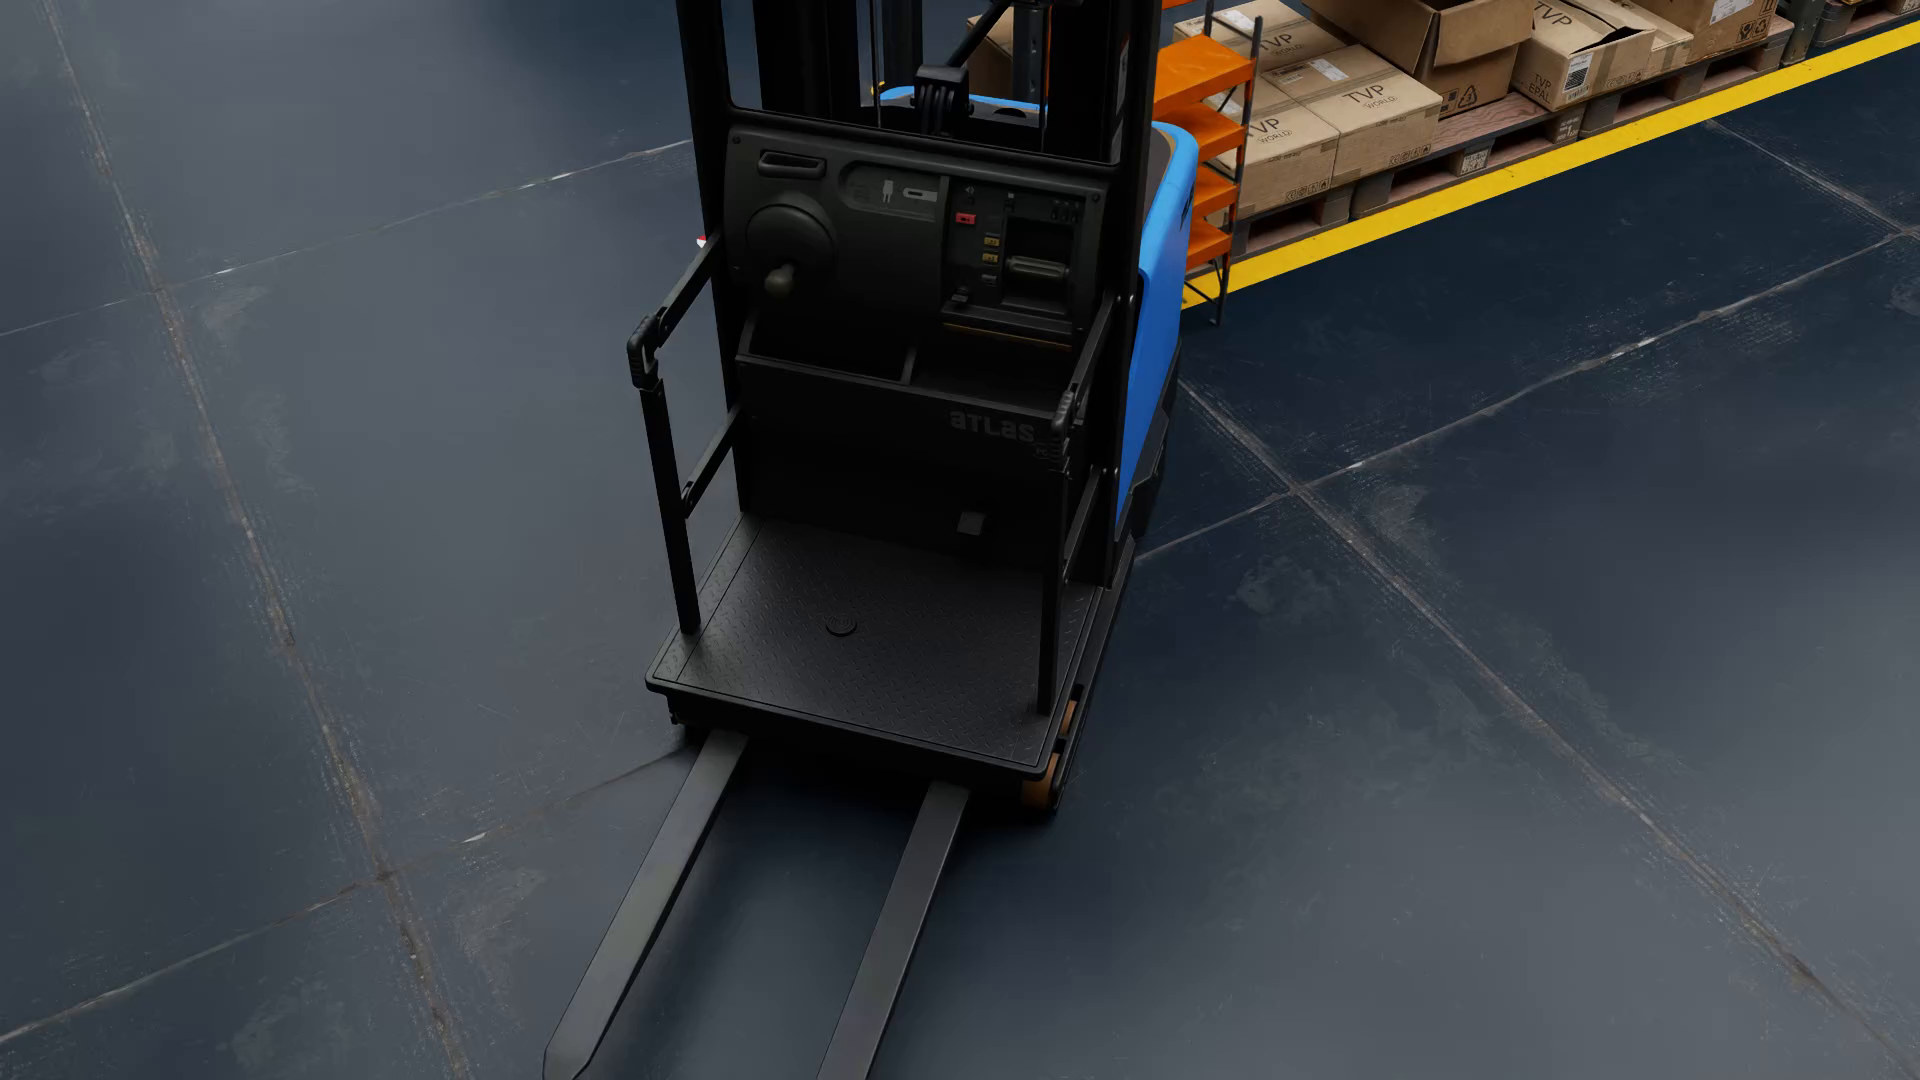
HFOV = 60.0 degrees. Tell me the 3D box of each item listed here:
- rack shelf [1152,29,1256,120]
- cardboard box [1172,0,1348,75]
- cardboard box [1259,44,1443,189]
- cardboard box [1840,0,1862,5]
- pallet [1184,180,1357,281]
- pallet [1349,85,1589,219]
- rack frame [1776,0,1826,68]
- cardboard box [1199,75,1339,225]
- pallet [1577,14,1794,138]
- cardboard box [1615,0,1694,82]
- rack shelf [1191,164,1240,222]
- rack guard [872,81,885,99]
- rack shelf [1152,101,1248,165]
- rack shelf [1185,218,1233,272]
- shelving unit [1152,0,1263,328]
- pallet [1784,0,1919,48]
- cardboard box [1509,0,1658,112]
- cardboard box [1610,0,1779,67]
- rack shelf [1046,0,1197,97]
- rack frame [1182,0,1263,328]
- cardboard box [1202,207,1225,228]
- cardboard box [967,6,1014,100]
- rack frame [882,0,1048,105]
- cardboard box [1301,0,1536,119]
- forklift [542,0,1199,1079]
[{"bbox_3d":[0.679,-1.451,5.319,0.480,0.148,0.258,-27,50,-25],"label":"rack shelf"},{"bbox_3d":[1.203,-1.937,6.751,0.500,0.250,0.500,-22,48,-21],"label":"cardboard box"},{"bbox_3d":[1.496,-1.653,6.458,0.500,0.250,0.500,-22,48,-21],"label":"cardboard box"},{"bbox_3d":[4.025,-2.787,7.447,0.500,0.500,0.500,-24,49,-23],"label":"cardboard box"},{"bbox_3d":[0.773,-1.420,6.562,1.213,0.211,1.003,-22,48,-21],"label":"pallet"},{"bbox_3d":[1.829,-1.841,6.995,1.213,0.211,1.003,-22,48,-21],"label":"pallet"},{"bbox_3d":[3.484,-3.505,6.708,0.127,3.000,1.000,-22,48,-21],"label":"rack frame"},{"bbox_3d":[1.062,-1.479,6.279,0.500,0.250,0.500,-22,48,-21],"label":"cardboard box"},{"bbox_3d":[2.888,-2.267,7.434,1.213,0.211,1.003,-22,48,-21],"label":"pallet"},{"bbox_3d":[2.836,-2.105,6.996,0.250,0.149,0.380,-22,48,-21],"label":"cardboard box"},{"bbox_3d":[0.680,-1.120,5.638,0.480,0.148,0.258,-27,50,-25],"label":"rack shelf"},{"bbox_3d":[0.082,-1.247,6.176,0.348,0.500,1.175,-22,48,-21],"label":"rack guard"},{"bbox_3d":[0.680,-1.281,5.483,0.480,0.148,0.258,-27,50,-25],"label":"rack shelf"},{"bbox_3d":[0.680,-0.977,5.776,0.480,0.148,0.258,-27,50,-25],"label":"rack shelf"},{"bbox_3d":[0.680,-1.168,5.591,0.503,1.200,0.258,-27,50,-25],"label":"shelving unit"},{"bbox_3d":[4.171,-2.809,7.993,1.213,0.211,1.003,-22,48,-21],"label":"pallet"},{"bbox_3d":[2.481,-2.069,6.843,0.500,0.311,0.500,-22,48,-21],"label":"cardboard box"},{"bbox_3d":[3.132,-2.397,7.045,0.500,0.500,0.500,-22,48,-21],"label":"cardboard box"},{"bbox_3d":[1.750,-2.553,6.243,4.000,0.370,1.077,-22,48,-21],"label":"rack shelf"},{"bbox_3d":[0.875,-1.270,5.696,0.015,1.200,0.240,-27,50,-25],"label":"rack frame"},{"bbox_3d":[0.767,-1.283,6.137,0.250,0.166,0.380,-22,48,-21],"label":"cardboard box"},{"bbox_3d":[0.365,-1.716,6.343,0.500,0.500,0.500,-22,48,-21],"label":"cardboard box"},{"bbox_3d":[0.016,-2.117,5.278,0.127,3.000,1.000,-22,48,-21],"label":"rack frame"},{"bbox_3d":[1.858,-2.112,6.749,0.637,0.503,0.797,-22,48,-21],"label":"cardboard box"},{"bbox_3d":[-0.178,-0.636,3.801,1.130,2.935,3.031,12,45,12],"label":"forklift"}]
